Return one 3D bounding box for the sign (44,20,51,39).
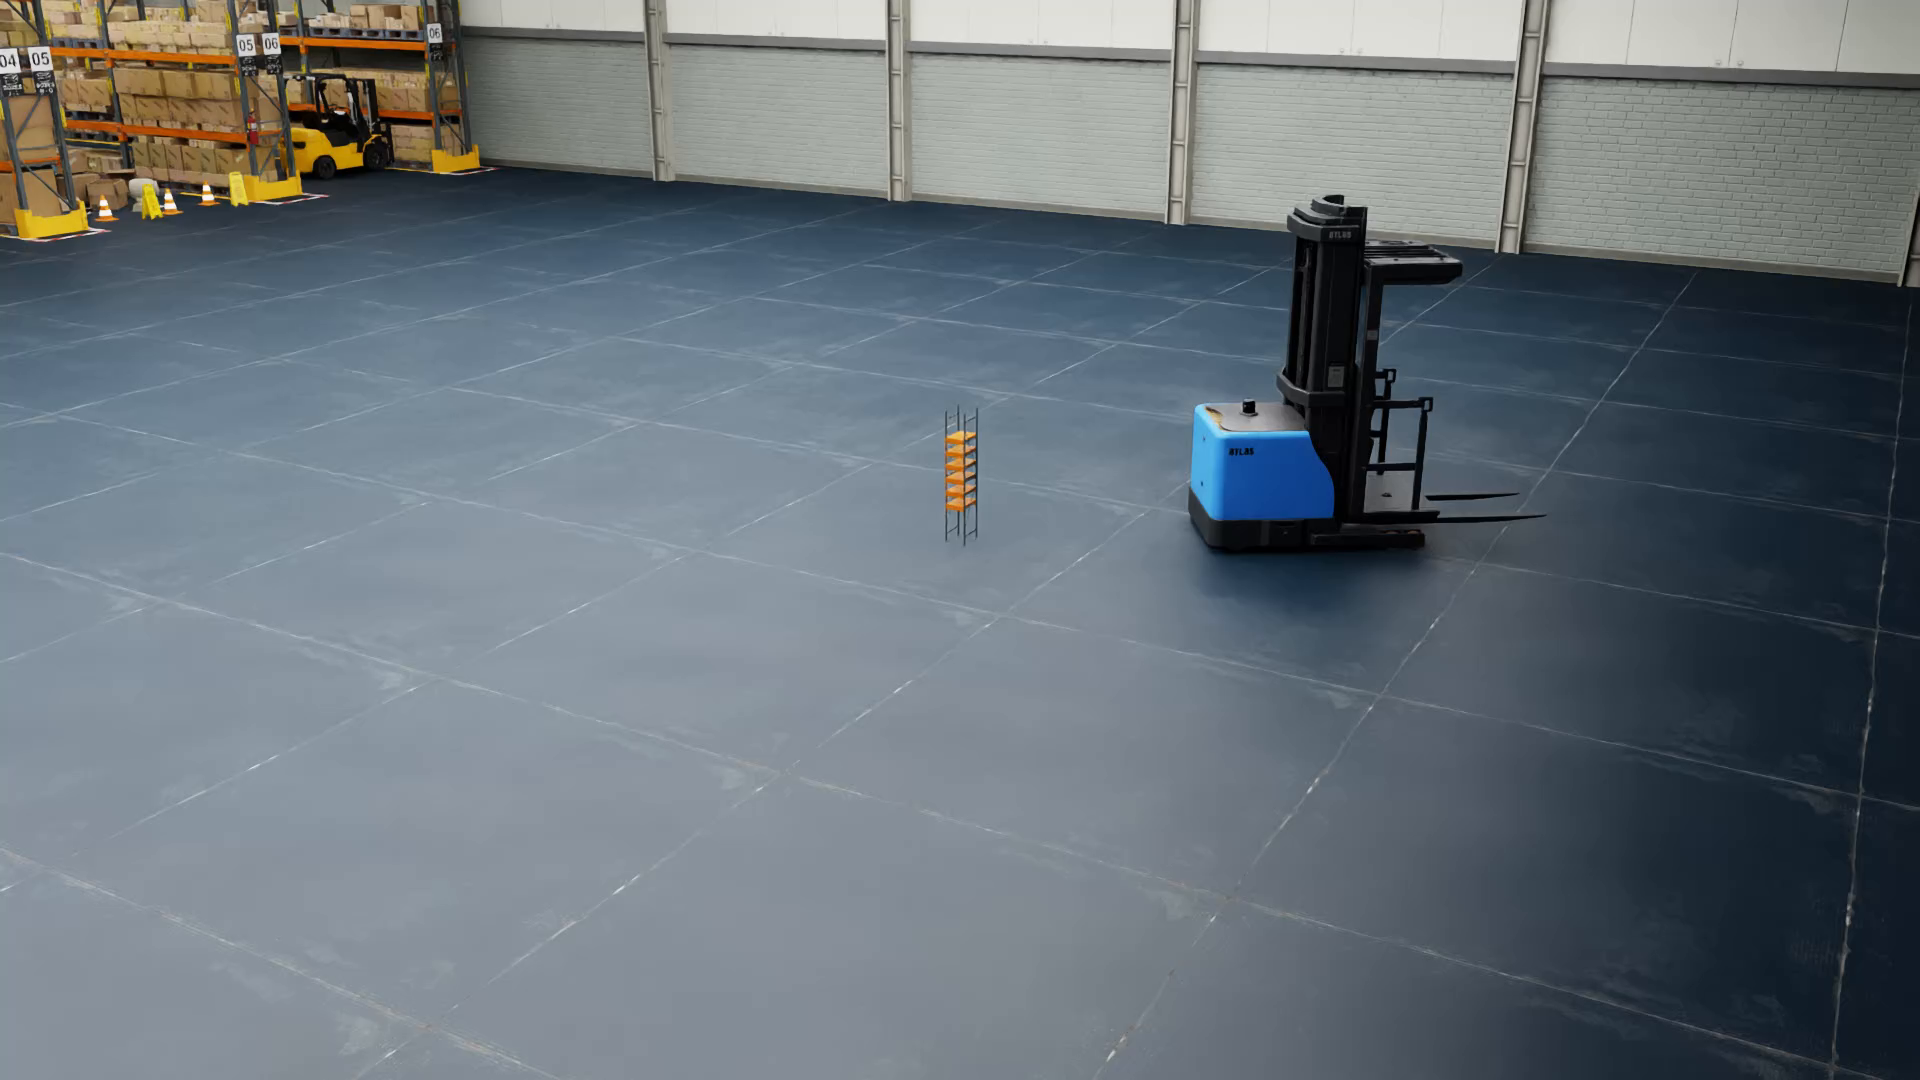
[{"bbox_3d":[-15.985,-8.937,29.106,0.005,0.325,0.100,11,23,27],"label":"sign"}]

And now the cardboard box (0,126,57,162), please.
[{"bbox_3d":[-16.607,-7.034,29.435,0.550,0.550,0.875,11,23,27],"label":"cardboard box"}]

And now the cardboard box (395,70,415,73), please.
[{"bbox_3d":[-12.788,-10.743,38.347,0.250,0.149,0.380,10,22,26],"label":"cardboard box"}]

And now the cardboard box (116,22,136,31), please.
[{"bbox_3d":[-17.070,-10.553,34.158,0.250,0.149,0.380,12,23,29],"label":"cardboard box"}]

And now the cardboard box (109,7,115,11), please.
[{"bbox_3d":[-20.990,-13.237,41.528,0.250,0.149,0.380,11,23,28],"label":"cardboard box"}]

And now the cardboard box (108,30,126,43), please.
[{"bbox_3d":[-17.177,-10.395,34.307,0.500,0.250,0.500,10,22,26],"label":"cardboard box"}]

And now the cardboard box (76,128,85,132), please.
[{"bbox_3d":[-22.935,-10.856,43.585,0.258,0.266,0.396,12,23,29],"label":"cardboard box"}]

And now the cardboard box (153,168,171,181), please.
[{"bbox_3d":[-16.572,-7.712,34.940,0.500,0.250,0.500,12,23,30],"label":"cardboard box"}]

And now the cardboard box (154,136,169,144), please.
[{"bbox_3d":[-16.515,-8.331,34.596,0.250,0.149,0.380,12,23,29],"label":"cardboard box"}]

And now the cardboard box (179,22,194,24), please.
[{"bbox_3d":[-15.879,-10.554,34.159,0.250,0.149,0.380,11,23,28],"label":"cardboard box"}]

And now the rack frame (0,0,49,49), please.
[{"bbox_3d":[-16.261,-9.735,28.304,0.127,3.000,1.000,11,23,27],"label":"rack frame"}]

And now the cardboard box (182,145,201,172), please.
[{"bbox_3d":[-15.656,-7.890,34.332,0.500,0.500,0.500,10,22,26],"label":"cardboard box"}]

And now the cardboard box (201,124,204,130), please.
[{"bbox_3d":[-15.249,-8.462,33.961,0.250,0.149,0.380,11,23,28],"label":"cardboard box"}]

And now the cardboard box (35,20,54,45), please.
[{"bbox_3d":[-19.574,-10.949,35.899,0.637,0.503,0.797,11,23,27],"label":"cardboard box"}]

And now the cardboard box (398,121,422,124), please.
[{"bbox_3d":[-12.714,-9.563,38.578,0.500,0.250,0.500,11,22,27],"label":"cardboard box"}]

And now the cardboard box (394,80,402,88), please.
[{"bbox_3d":[-12.602,-10.350,37.698,0.250,0.149,0.380,11,22,27],"label":"cardboard box"}]

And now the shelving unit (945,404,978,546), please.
[{"bbox_3d":[0.013,-0.562,14.452,0.189,1.200,0.258,11,23,27],"label":"shelving unit"}]

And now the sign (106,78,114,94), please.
[{"bbox_3d":[-17.695,-9.449,34.615,0.005,0.325,0.100,11,23,27],"label":"sign"}]

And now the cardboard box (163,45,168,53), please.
[{"bbox_3d":[-15.927,-9.981,33.748,0.250,0.149,0.380,11,23,28],"label":"cardboard box"}]

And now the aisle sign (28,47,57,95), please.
[{"bbox_3d":[-16.053,-8.215,29.098,0.004,0.787,0.394,11,23,27],"label":"aisle sign"}]

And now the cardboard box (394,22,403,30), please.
[{"bbox_3d":[-12.389,-11.468,37.085,0.250,0.149,0.380,10,22,26],"label":"cardboard box"}]

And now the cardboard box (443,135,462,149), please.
[{"bbox_3d":[-11.827,-9.164,38.209,0.500,0.250,0.500,11,23,28],"label":"cardboard box"}]

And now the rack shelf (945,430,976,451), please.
[{"bbox_3d":[0.013,-0.858,14.344,0.180,0.103,0.258,11,23,27],"label":"rack shelf"}]

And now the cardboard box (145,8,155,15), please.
[{"bbox_3d":[-19.858,-13.025,40.970,0.250,0.149,0.380,10,22,26],"label":"cardboard box"}]

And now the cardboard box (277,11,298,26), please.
[{"bbox_3d":[-15.761,-12.209,38.892,0.500,0.311,0.500,10,22,26],"label":"cardboard box"}]

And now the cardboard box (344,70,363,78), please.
[{"bbox_3d":[-13.963,-10.735,38.323,0.250,0.149,0.380,10,22,26],"label":"cardboard box"}]

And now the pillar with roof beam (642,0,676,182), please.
[{"bbox_3d":[-8.548,-10.809,31.263,0.400,9.000,9.100,11,23,27],"label":"pillar with roof beam"}]

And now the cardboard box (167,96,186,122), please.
[{"bbox_3d":[-15.847,-8.859,34.104,0.500,0.500,0.500,11,23,28],"label":"cardboard box"}]

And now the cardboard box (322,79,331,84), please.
[{"bbox_3d":[-14.633,-10.727,38.738,0.250,0.149,0.380,11,23,29],"label":"cardboard box"}]

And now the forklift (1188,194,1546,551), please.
[{"bbox_3d":[3.622,-1.463,14.399,3.031,2.935,1.130,-1,20,-4],"label":"forklift"}]

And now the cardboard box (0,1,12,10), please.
[{"bbox_3d":[-24.786,-14.020,43.567,0.500,0.250,0.500,11,22,27],"label":"cardboard box"}]

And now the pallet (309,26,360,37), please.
[{"bbox_3d":[-14.253,-11.783,38.479,1.213,0.211,1.003,11,23,27],"label":"pallet"}]

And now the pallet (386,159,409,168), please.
[{"bbox_3d":[-13.267,-8.891,38.863,1.213,0.211,1.003,11,23,27],"label":"pallet"}]

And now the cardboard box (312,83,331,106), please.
[{"bbox_3d":[-14.750,-10.444,38.910,0.500,0.500,0.500,10,22,26],"label":"cardboard box"}]

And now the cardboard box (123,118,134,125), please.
[{"bbox_3d":[-17.309,-8.805,34.905,0.250,0.149,0.380,11,23,27],"label":"cardboard box"}]

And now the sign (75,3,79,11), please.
[{"bbox_3d":[-22.252,-13.370,41.964,0.005,0.325,0.100,11,23,27],"label":"sign"}]

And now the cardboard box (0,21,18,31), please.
[{"bbox_3d":[-16.616,-9.019,29.164,0.250,0.149,0.380,11,23,28],"label":"cardboard box"}]

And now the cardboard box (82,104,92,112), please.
[{"bbox_3d":[-18.475,-9.235,35.475,0.250,0.149,0.380,10,22,26],"label":"cardboard box"}]

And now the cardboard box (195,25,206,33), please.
[{"bbox_3d":[-15.009,-10.190,33.154,0.250,0.149,0.380,11,23,28],"label":"cardboard box"}]

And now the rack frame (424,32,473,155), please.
[{"bbox_3d":[-11.518,-9.884,37.511,0.127,3.000,1.000,11,23,27],"label":"rack frame"}]

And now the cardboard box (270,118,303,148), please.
[{"bbox_3d":[-16.145,-9.845,40.271,0.625,0.625,0.875,11,22,27],"label":"cardboard box"}]

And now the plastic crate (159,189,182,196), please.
[{"bbox_3d":[-16.457,-7.193,34.375,0.583,0.080,0.402,3,20,9],"label":"plastic crate"}]

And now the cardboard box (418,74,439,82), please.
[{"bbox_3d":[-11.933,-10.372,37.324,0.250,0.149,0.380,11,23,27],"label":"cardboard box"}]

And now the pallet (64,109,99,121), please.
[{"bbox_3d":[-19.171,-9.329,36.262,1.213,0.211,1.003,11,23,27],"label":"pallet"}]

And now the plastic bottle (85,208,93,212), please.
[{"bbox_3d":[-16.955,-6.393,32.197,0.283,0.061,0.133,3,20,9],"label":"plastic bottle"}]

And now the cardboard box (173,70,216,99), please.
[{"bbox_3d":[-15.421,-9.223,33.640,0.500,0.500,0.700,10,22,27],"label":"cardboard box"}]

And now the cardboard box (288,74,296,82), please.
[{"bbox_3d":[-15.651,-10.929,39.295,0.250,0.149,0.380,10,22,27],"label":"cardboard box"}]
